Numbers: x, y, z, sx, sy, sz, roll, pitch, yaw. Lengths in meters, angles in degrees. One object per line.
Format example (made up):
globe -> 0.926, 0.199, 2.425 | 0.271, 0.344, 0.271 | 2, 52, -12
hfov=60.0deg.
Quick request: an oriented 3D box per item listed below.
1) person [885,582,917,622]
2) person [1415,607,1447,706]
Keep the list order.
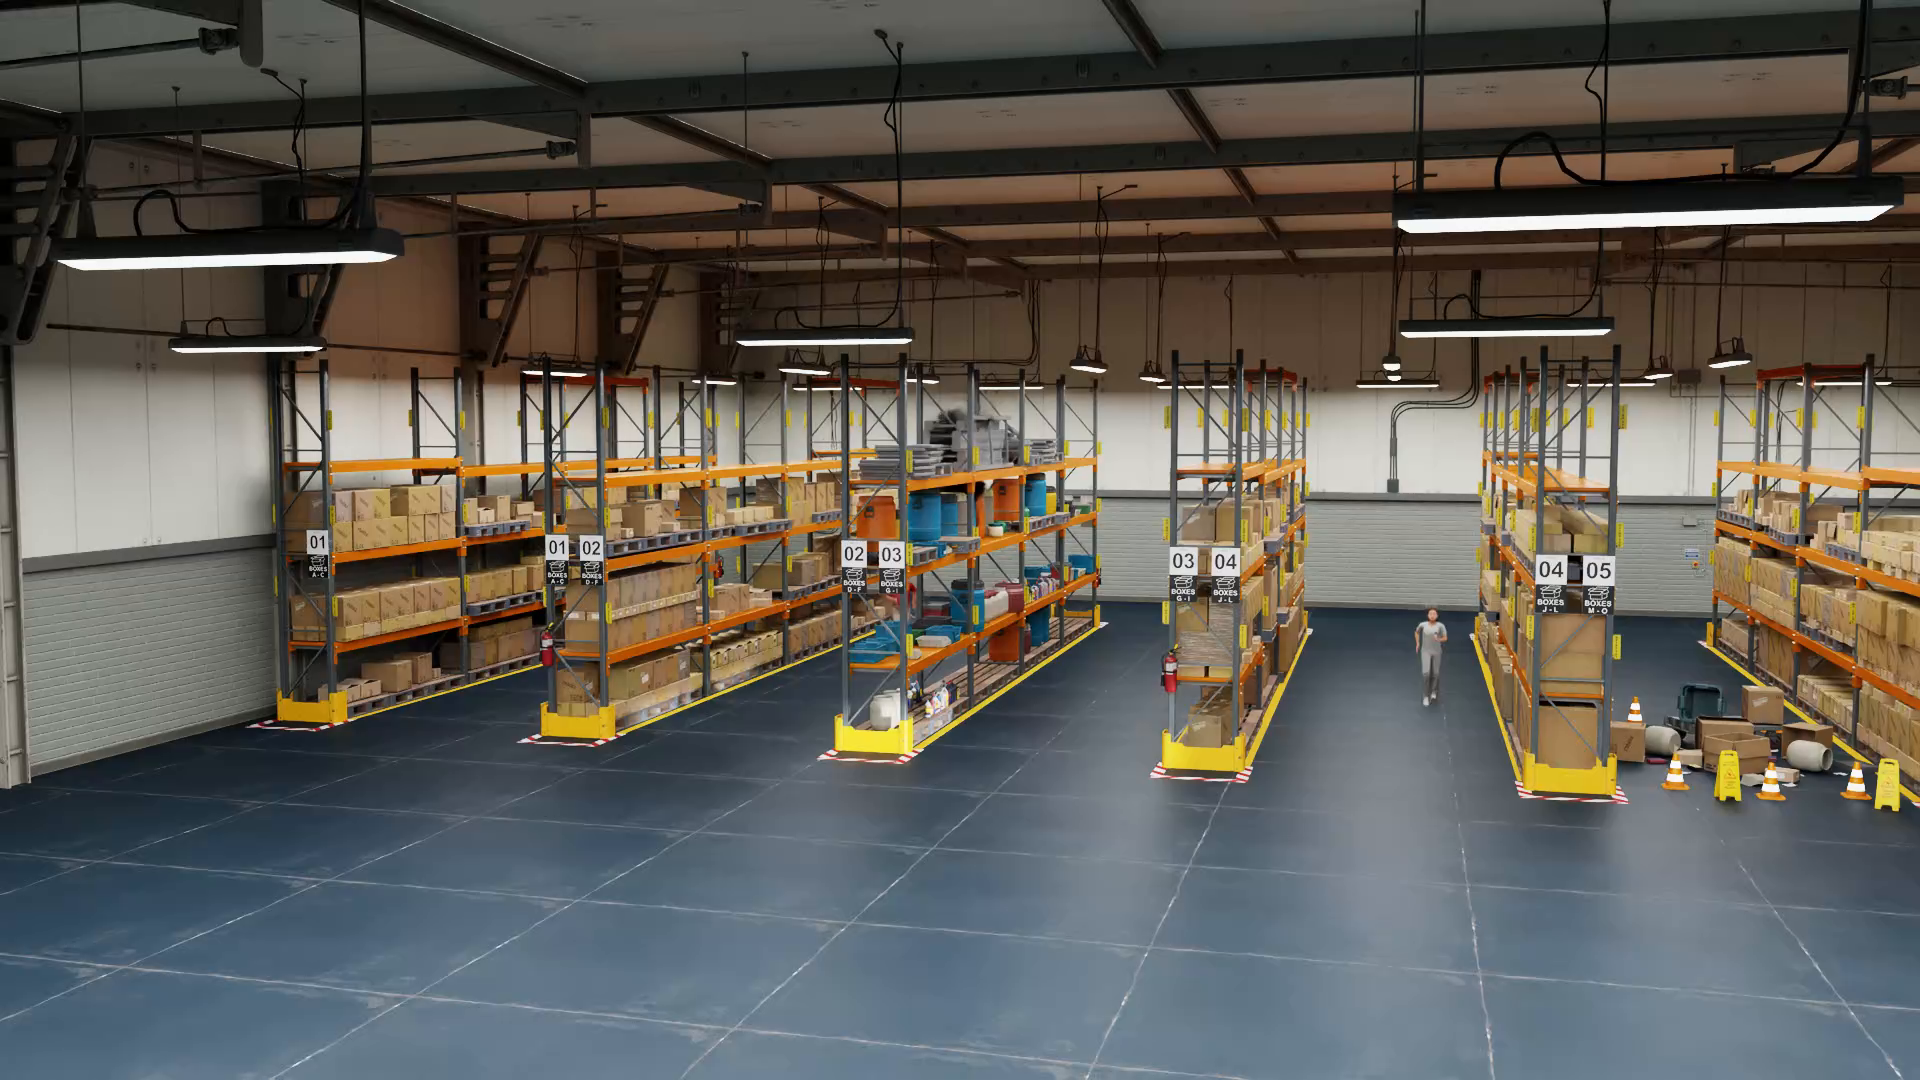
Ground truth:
person -> -1.249, 1.502, 34.772 | 0.636, 1.757, 0.663 | 1, 4, 11
person -> 8.336, 2.047, 29.430 | 0.537, 1.723, 0.768 | 1, 4, 13
